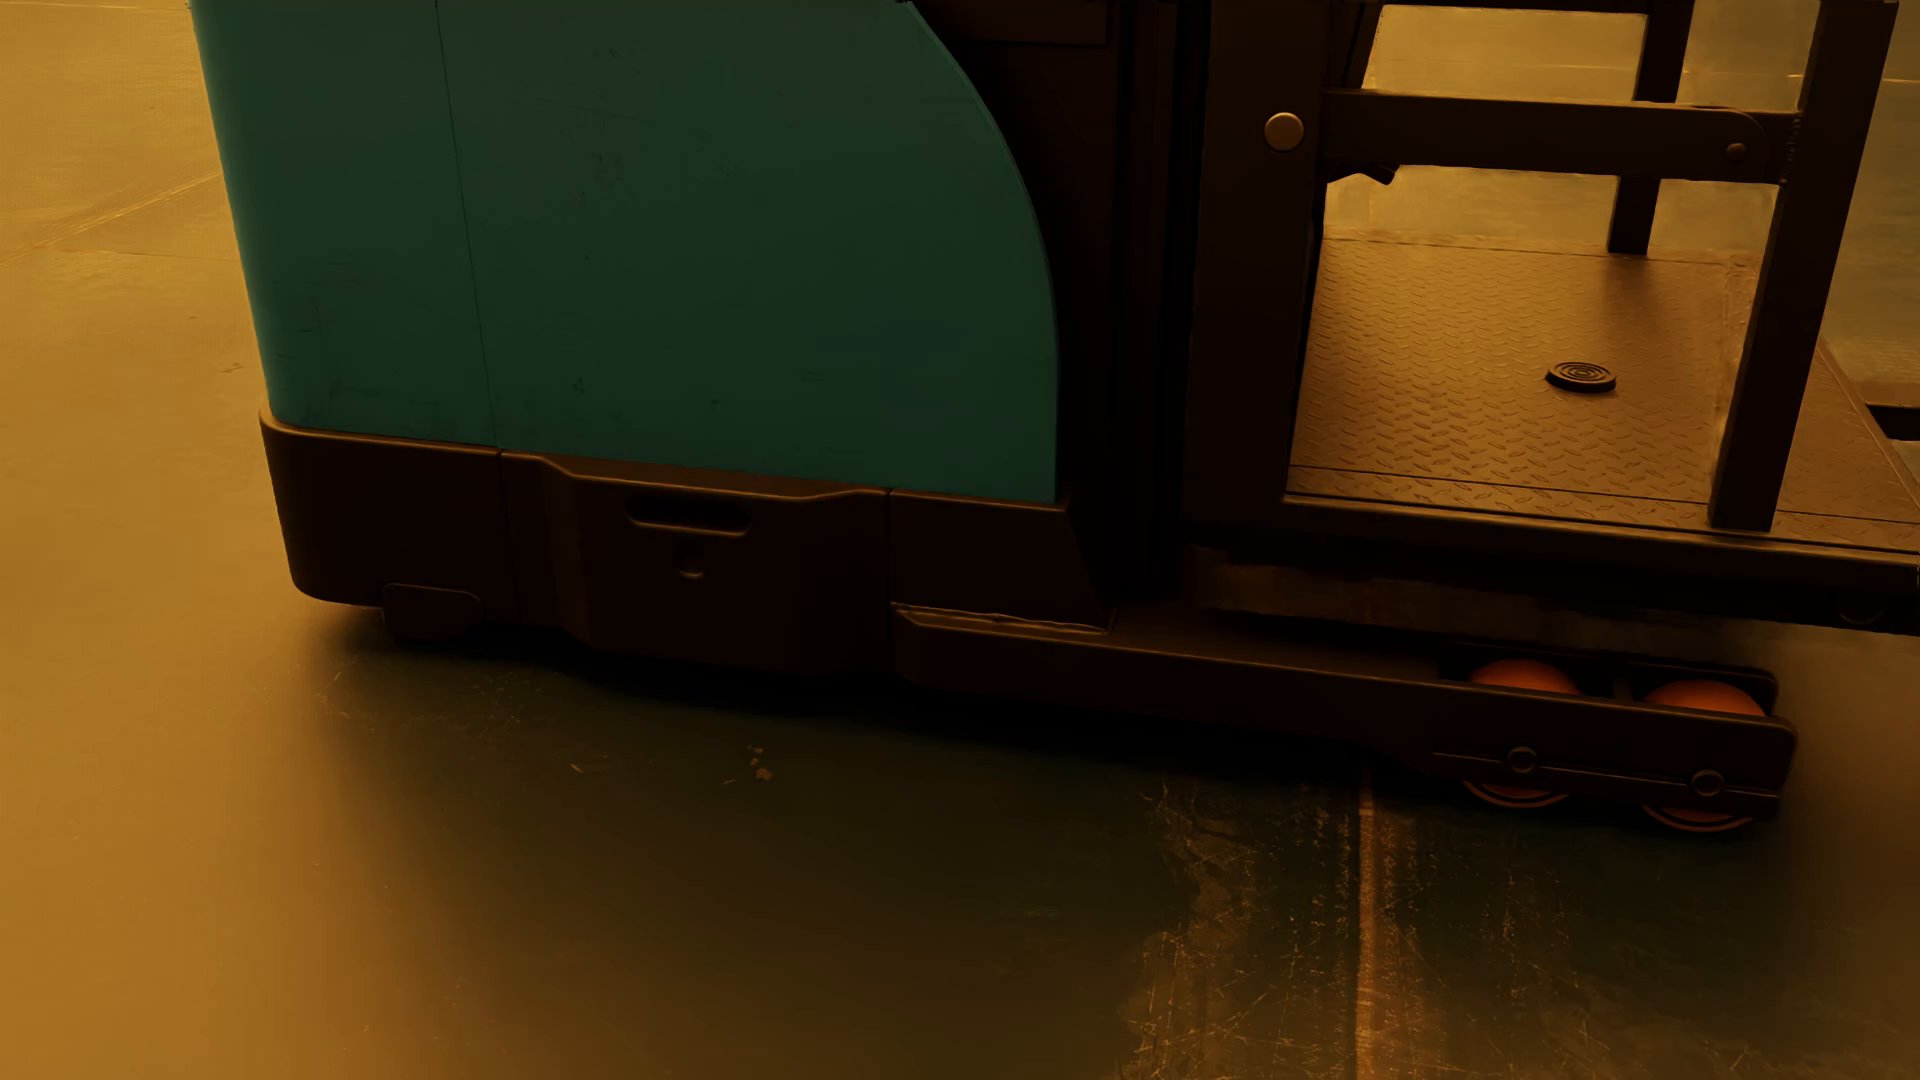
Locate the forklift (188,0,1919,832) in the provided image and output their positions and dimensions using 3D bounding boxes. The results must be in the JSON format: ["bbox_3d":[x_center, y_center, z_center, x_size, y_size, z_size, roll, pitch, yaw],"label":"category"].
[{"bbox_3d":[0.666,-1.247,1.718,3.031,2.935,1.130,6,27,12],"label":"forklift"}]
